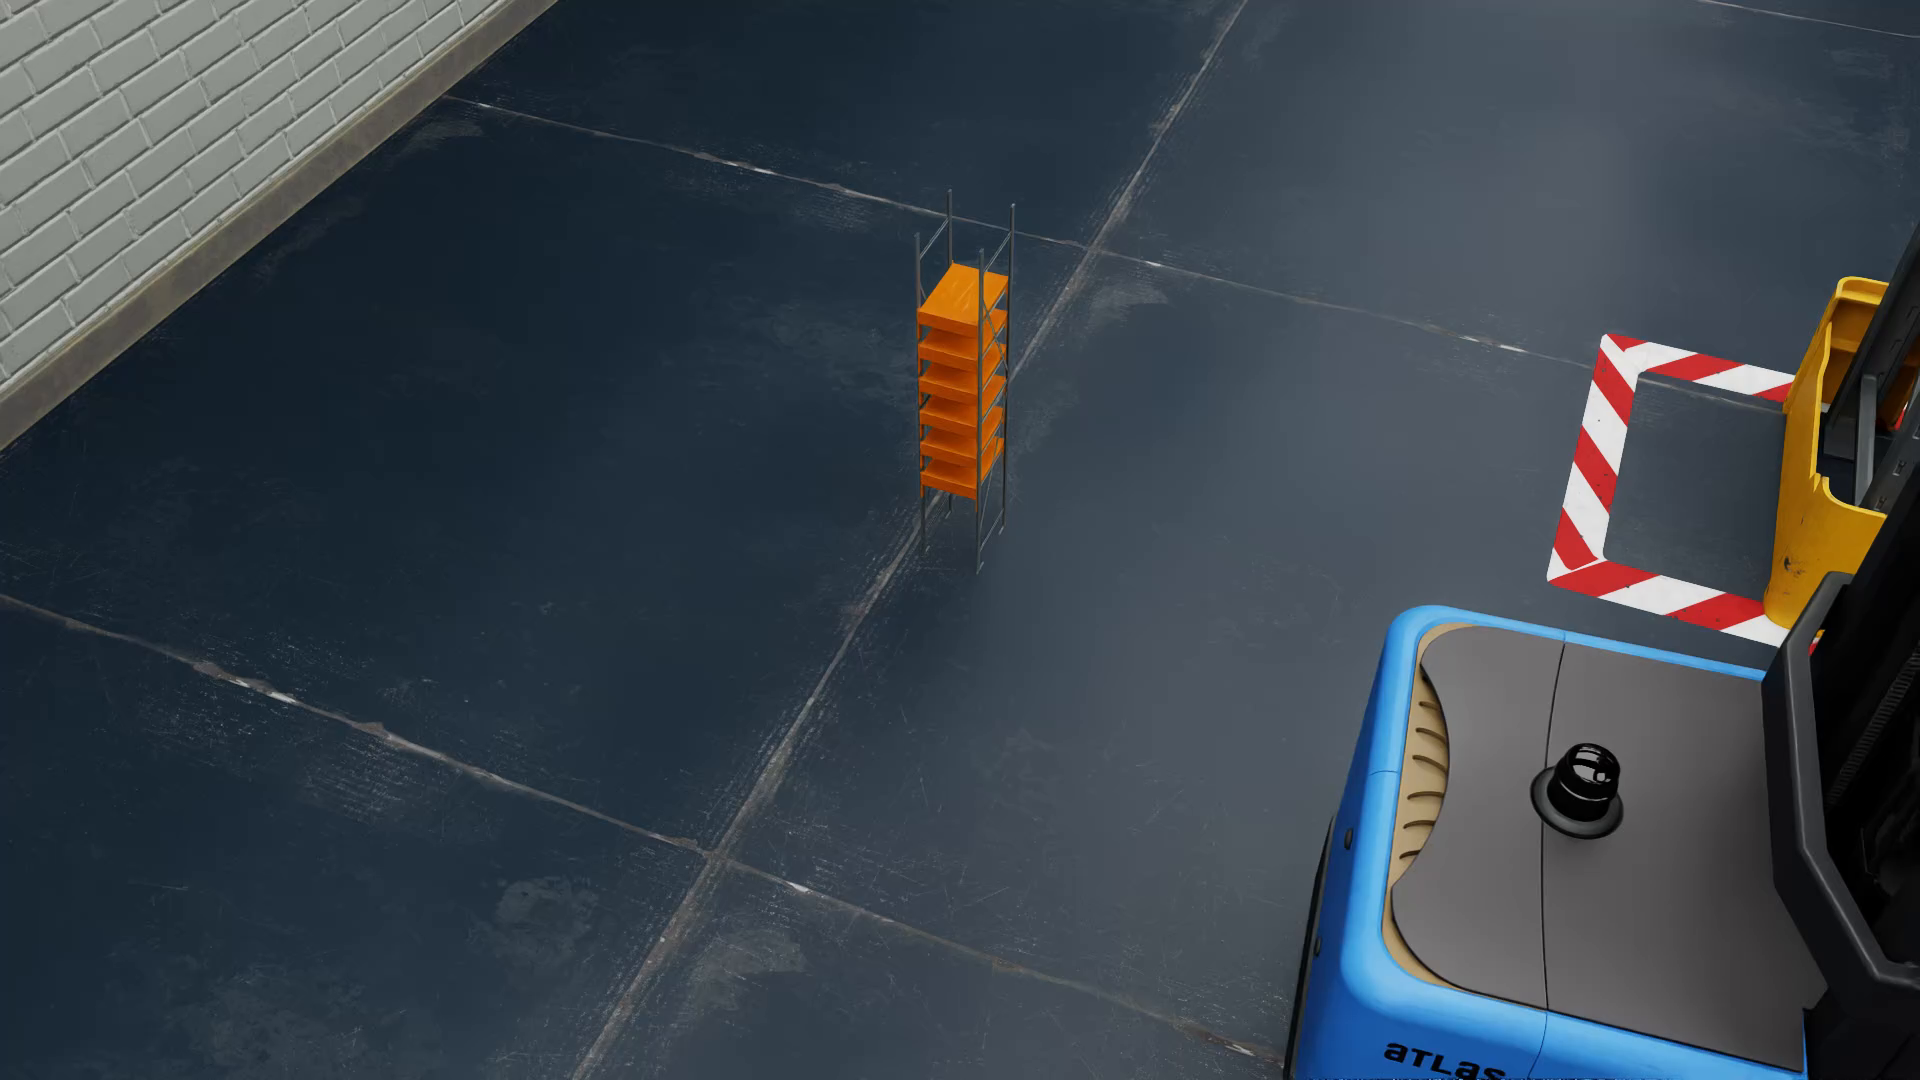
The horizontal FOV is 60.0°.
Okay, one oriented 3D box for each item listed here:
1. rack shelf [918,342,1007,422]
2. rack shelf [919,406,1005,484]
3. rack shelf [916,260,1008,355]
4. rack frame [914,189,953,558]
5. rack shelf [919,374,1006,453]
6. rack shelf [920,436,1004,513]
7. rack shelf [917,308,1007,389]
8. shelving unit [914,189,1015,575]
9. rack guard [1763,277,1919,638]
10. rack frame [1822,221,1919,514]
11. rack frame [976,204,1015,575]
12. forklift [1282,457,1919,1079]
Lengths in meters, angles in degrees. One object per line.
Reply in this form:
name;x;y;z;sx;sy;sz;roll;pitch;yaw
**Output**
rack shelf;0.013;-0.475;4.770;0.180;0.103;0.258;16;47;16
rack shelf;0.013;-0.305;4.939;0.180;0.103;0.258;16;47;16
rack shelf;0.013;-0.645;4.600;0.180;0.103;0.258;16;47;16
rack frame;-0.071;-0.446;4.848;0.006;1.200;0.240;16;47;16
rack shelf;0.013;-0.390;4.854;0.180;0.103;0.258;16;47;16
rack shelf;0.013;-0.220;5.023;0.180;0.103;0.258;16;47;16
rack shelf;0.013;-0.560;4.685;0.180;0.103;0.258;16;47;16
shelving unit;0.013;-0.421;4.823;0.189;1.200;0.258;16;47;16
rack guard;2.795;-0.265;5.162;0.348;0.500;1.175;16;47;16
rack frame;2.818;-1.145;4.274;0.127;3.000;1.000;16;47;16
rack frame;0.098;-0.397;4.798;0.006;1.200;0.240;16;47;16
forklift;2.249;0.467;2.703;3.031;2.935;1.130;12;46;11
